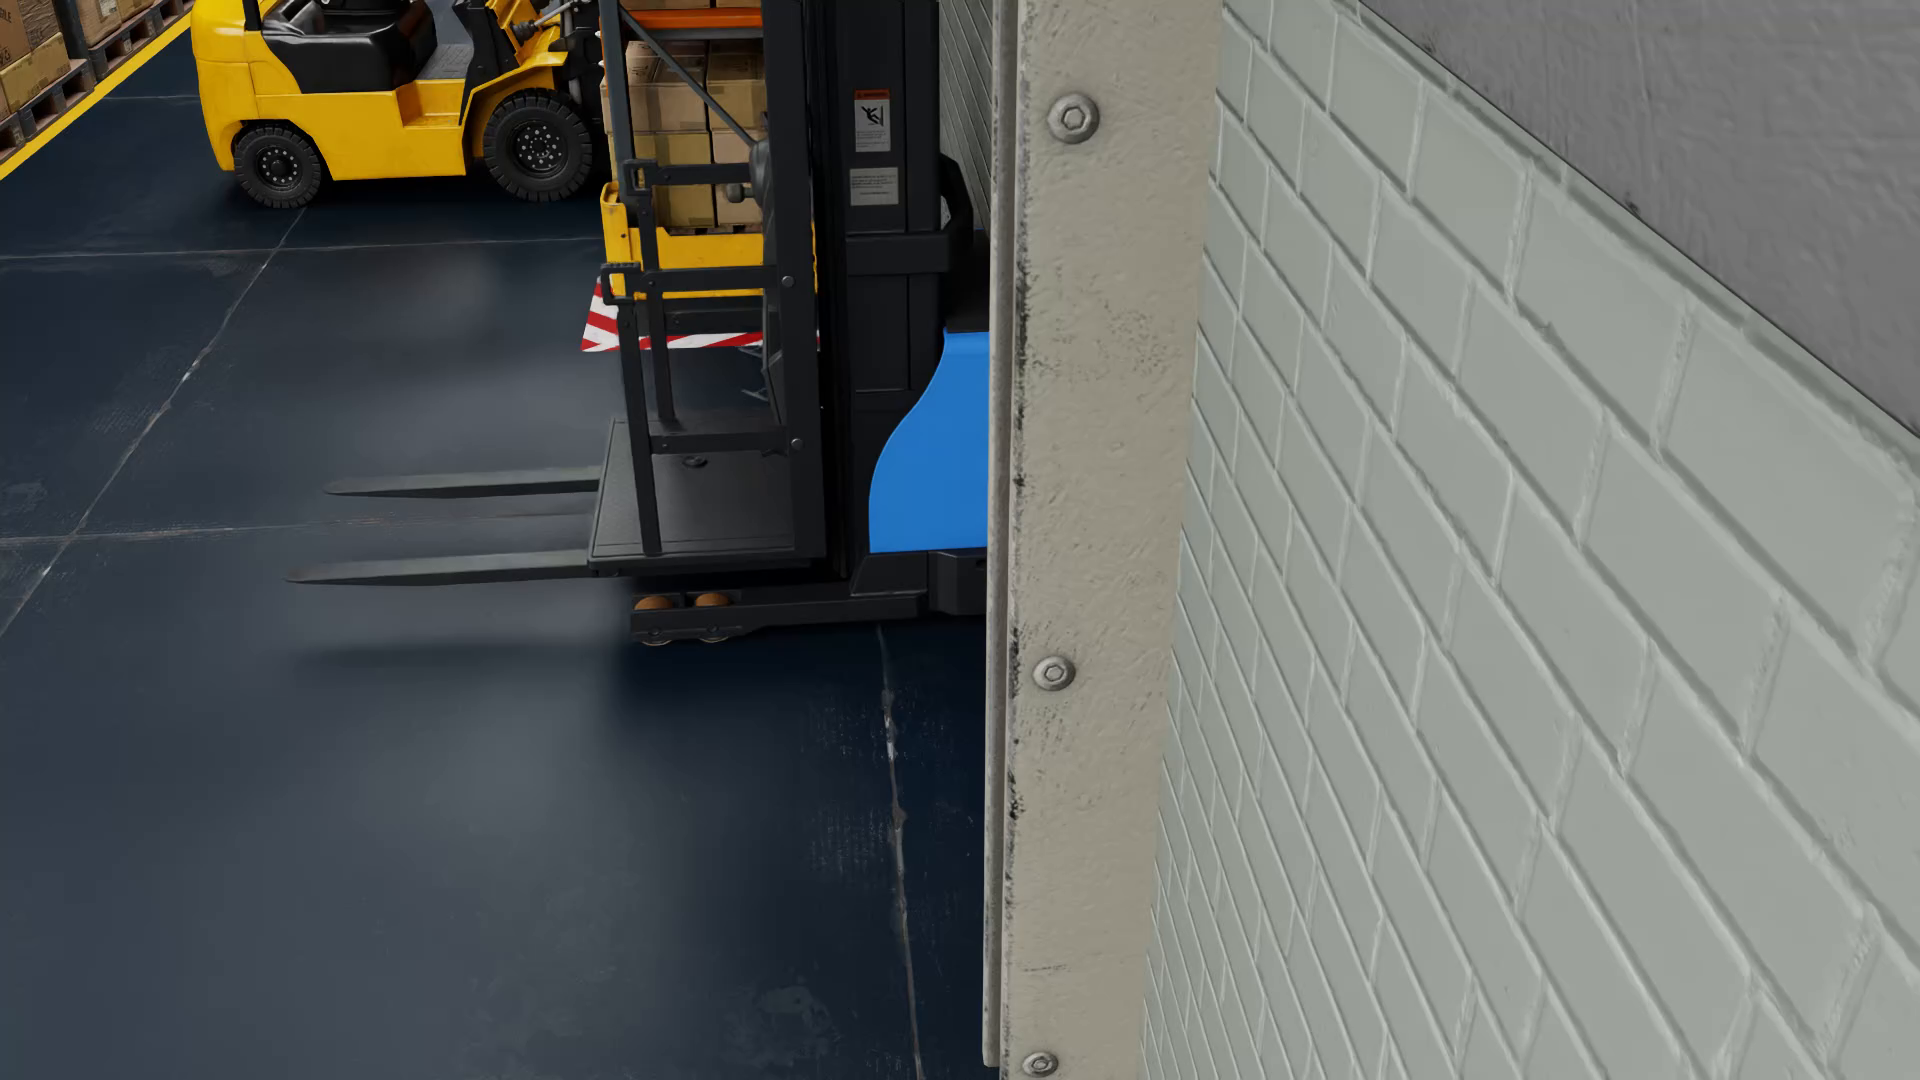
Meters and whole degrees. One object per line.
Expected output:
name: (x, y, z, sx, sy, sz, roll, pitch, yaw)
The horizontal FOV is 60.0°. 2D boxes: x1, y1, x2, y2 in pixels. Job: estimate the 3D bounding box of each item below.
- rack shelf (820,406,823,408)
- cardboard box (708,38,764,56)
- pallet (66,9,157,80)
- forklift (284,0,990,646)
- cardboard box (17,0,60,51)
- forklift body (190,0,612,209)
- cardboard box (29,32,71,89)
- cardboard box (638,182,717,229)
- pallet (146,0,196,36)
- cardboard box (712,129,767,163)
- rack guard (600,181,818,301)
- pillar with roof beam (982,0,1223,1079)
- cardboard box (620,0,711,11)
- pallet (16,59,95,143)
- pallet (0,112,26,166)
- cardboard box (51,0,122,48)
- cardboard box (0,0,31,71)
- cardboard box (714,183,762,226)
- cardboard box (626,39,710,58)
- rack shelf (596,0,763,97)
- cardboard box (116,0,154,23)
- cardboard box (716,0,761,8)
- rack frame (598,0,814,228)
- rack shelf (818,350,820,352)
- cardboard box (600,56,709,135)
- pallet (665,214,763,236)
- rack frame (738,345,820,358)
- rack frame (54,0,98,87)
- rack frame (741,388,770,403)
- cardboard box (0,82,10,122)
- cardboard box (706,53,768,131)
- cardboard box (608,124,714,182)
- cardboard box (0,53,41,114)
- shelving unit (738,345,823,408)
rack shelf: (-0.517, -0.638, 7.105, 0.077, 0.200, 0.258, 22, 37, 33)
cardboard box: (-1.072, -2.533, 8.862, 0.500, 0.250, 0.500, -3, 31, -5)
pallet: (-6.555, -3.597, 12.066, 1.003, 0.211, 1.213, -3, 31, -5)
forklift: (-0.805, -1.184, 5.374, 3.031, 2.935, 1.130, -3, 31, -5)
cardboard box: (-6.158, -3.429, 10.607, 0.500, 0.500, 0.500, -3, 31, -5)
forklift body: (-3.159, -3.111, 9.360, 2.313, 2.155, 1.214, -3, 31, -5)
cardboard box: (-6.158, -3.108, 10.800, 0.500, 0.250, 0.500, -1, 31, -2)
cardboard box: (-1.524, -1.819, 8.642, 0.500, 0.250, 0.500, -3, 31, -4)
pallet: (-6.672, -4.221, 13.112, 1.003, 0.211, 1.213, -3, 31, -5)
cardboard box: (-1.003, -2.059, 8.556, 0.500, 0.250, 0.500, -2, 31, -4)
rack guard: (-1.163, -1.509, 8.289, 1.175, 0.500, 0.348, -3, 31, -5)
pillar with roof beam: (-4.059, -2.299, 1.323, 9.100, 9.000, 0.400, -3, 31, -5)
cardboard box: (-1.473, -2.876, 8.042, 0.500, 0.500, 0.500, -3, 31, -6)
pallet: (-6.383, -2.859, 10.830, 1.003, 0.211, 1.213, -3, 31, -5)
pallet: (-6.266, -2.234, 9.785, 1.003, 0.211, 1.213, -3, 31, -5)
cardboard box: (-6.532, -3.717, 11.700, 0.950, 0.372, 0.625, -2, 31, -4)
cardboard box: (-6.109, -3.170, 10.172, 0.500, 0.500, 0.500, -2, 31, -4)
cardboard box: (-1.017, -1.854, 8.701, 0.500, 0.250, 0.500, -3, 31, -4)
cardboard box: (-1.573, -2.504, 8.814, 0.500, 0.250, 0.500, -2, 31, -4)
rack shelf: (-1.352, -3.307, 9.562, 1.077, 0.370, 4.000, -3, 31, -5)
cardboard box: (-6.603, -4.084, 12.314, 0.950, 0.372, 0.625, -1, 31, -1)
cardboard box: (-0.935, -2.904, 8.088, 0.500, 0.500, 0.500, -2, 31, -3)
rack frame: (-1.165, -2.594, 7.668, 1.000, 3.000, 0.127, -3, 31, -5)
rack shelf: (-0.656, -0.695, 7.204, 0.077, 0.200, 0.258, 22, 37, 33)
cardboard box: (-1.519, -2.244, 8.378, 0.500, 0.250, 0.500, -2, 31, -3)
pallet: (-1.279, -1.786, 9.034, 1.003, 0.211, 1.213, -3, 31, -5)
rack frame: (-0.543, -0.736, 7.072, 0.900, 0.006, 0.240, 22, 37, 33)
rack frame: (-6.481, -4.397, 10.686, 1.000, 3.000, 0.127, -3, 31, -5)
rack frame: (-0.542, -0.561, 7.175, 0.900, 0.006, 0.240, 22, 37, 33)
cardboard box: (-6.055, -2.576, 9.910, 0.500, 0.250, 0.500, -2, 31, -4)
cardboard box: (-1.022, -2.278, 8.435, 0.500, 0.250, 0.500, -3, 31, -5)
cardboard box: (-1.522, -2.042, 8.528, 0.500, 0.250, 0.500, -3, 31, -5)
cardboard box: (-6.098, -2.836, 10.345, 0.500, 0.250, 0.500, -4, 31, -6)
shelving unit: (-0.543, -0.649, 7.124, 0.900, 0.210, 0.258, 22, 37, 33)
